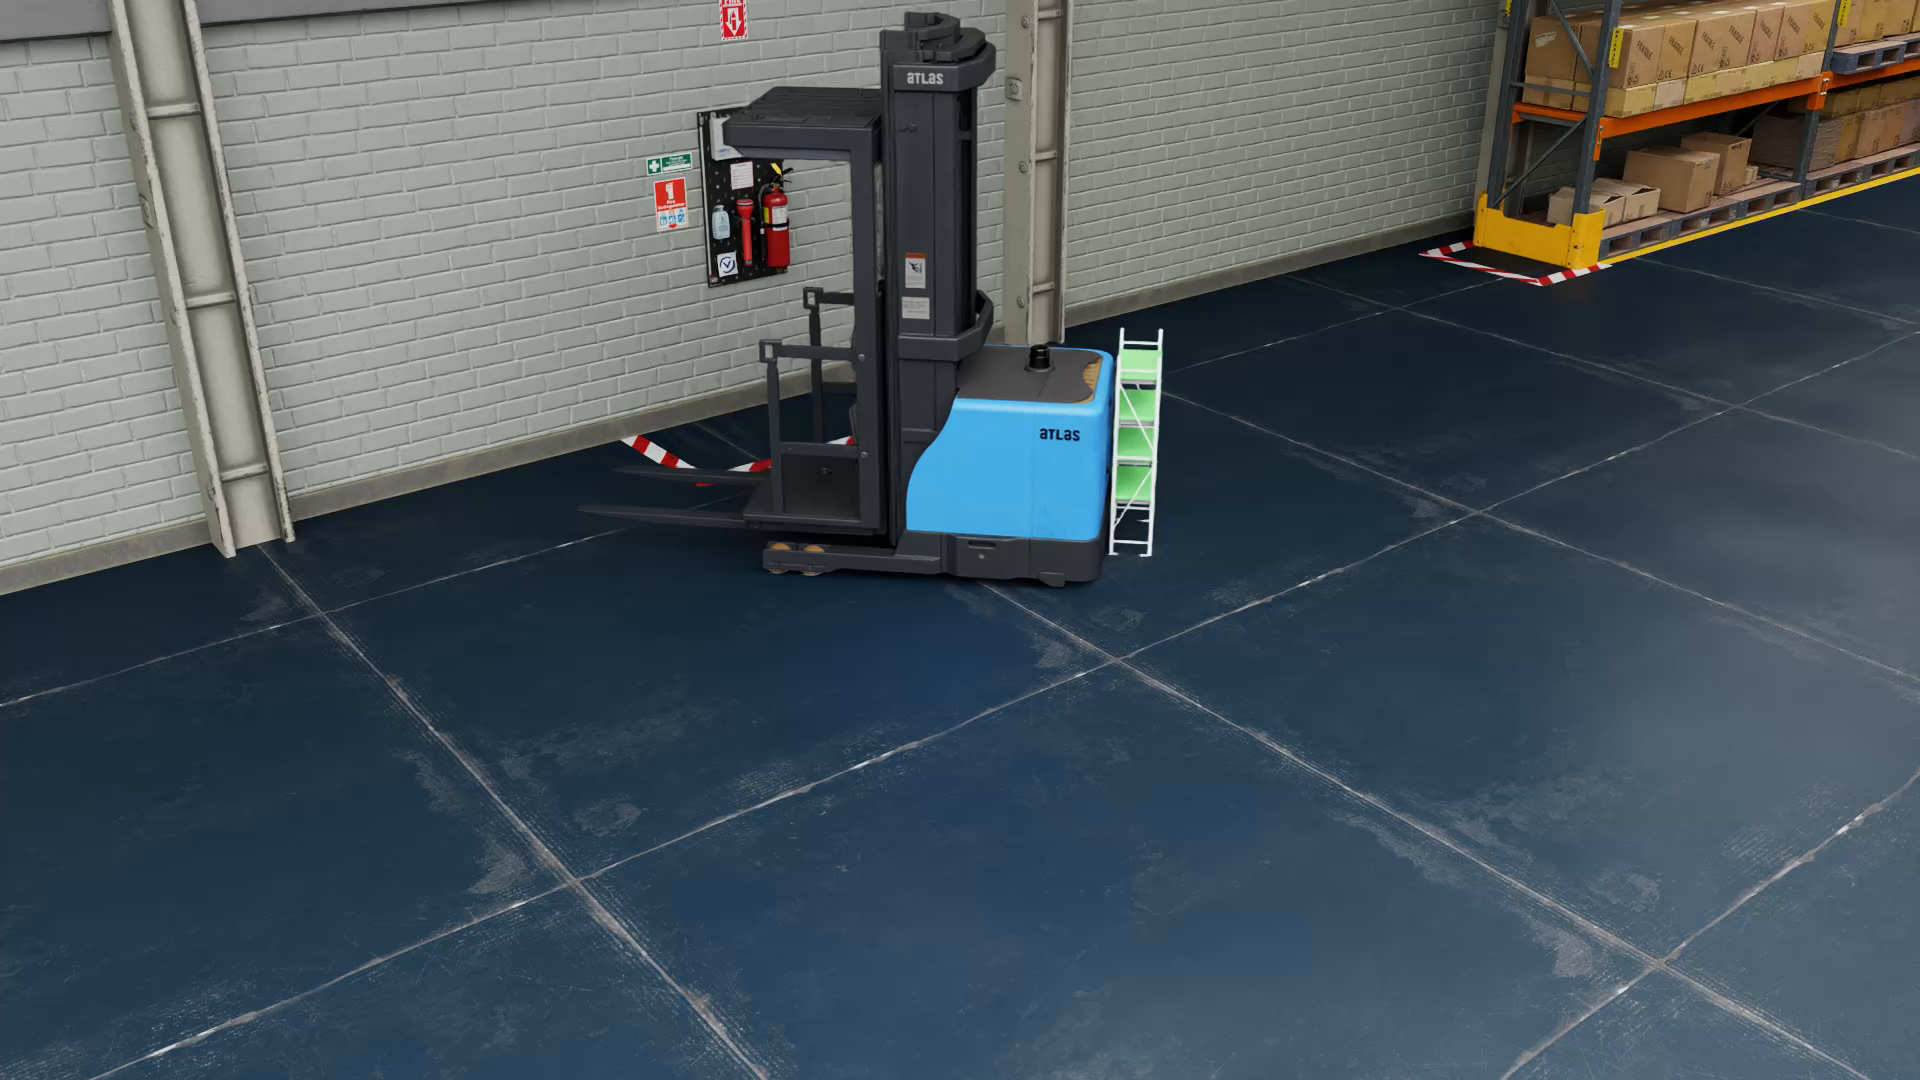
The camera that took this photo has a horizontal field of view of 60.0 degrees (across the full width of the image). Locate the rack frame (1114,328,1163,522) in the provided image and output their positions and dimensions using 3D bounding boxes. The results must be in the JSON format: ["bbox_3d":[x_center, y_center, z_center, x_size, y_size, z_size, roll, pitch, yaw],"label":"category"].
[{"bbox_3d":[1.037,-0.661,9.749,0.240,1.200,0.015,3,25,6],"label":"rack frame"}]

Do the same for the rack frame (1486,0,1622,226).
[{"bbox_3d":[5.282,-4.008,14.824,0.127,3.000,1.000,-18,31,-34],"label":"rack frame"}]

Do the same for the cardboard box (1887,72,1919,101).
[{"bbox_3d":[10.556,-5.161,18.863,0.500,0.250,0.500,-18,30,-33],"label":"cardboard box"}]

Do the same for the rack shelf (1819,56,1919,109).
[{"bbox_3d":[10.004,-5.241,18.334,4.000,0.370,1.077,-18,31,-34],"label":"rack shelf"}]

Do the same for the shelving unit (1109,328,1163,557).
[{"bbox_3d":[1.008,-0.559,9.529,0.258,1.200,0.503,3,25,6],"label":"shelving unit"}]

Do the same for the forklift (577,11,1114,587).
[{"bbox_3d":[-0.666,-1.343,9.163,3.031,2.935,1.130,4,25,8],"label":"forklift"}]

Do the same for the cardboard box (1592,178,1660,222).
[{"bbox_3d":[6.331,-3.286,15.939,0.500,0.311,0.500,-15,29,-30],"label":"cardboard box"}]

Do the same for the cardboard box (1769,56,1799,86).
[{"bbox_3d":[7.847,-4.638,16.336,0.500,0.250,0.500,-18,30,-34],"label":"cardboard box"}]

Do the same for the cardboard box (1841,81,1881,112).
[{"bbox_3d":[9.751,-4.902,18.305,0.500,0.250,0.500,-19,31,-35],"label":"cardboard box"}]

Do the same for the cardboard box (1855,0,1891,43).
[{"bbox_3d":[9.296,-5.556,17.517,0.500,0.500,0.700,-15,29,-29],"label":"cardboard box"}]

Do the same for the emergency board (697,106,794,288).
[{"bbox_3d":[-1.390,-2.289,11.119,0.643,1.169,0.194,-18,31,-34],"label":"emergency board"}]

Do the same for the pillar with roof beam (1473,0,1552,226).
[{"bbox_3d":[7.956,-5.772,11.497,0.400,9.000,9.100,-18,31,-34],"label":"pillar with roof beam"}]

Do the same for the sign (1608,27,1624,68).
[{"bbox_3d":[5.617,-4.221,14.254,0.005,0.325,0.100,-18,31,-34],"label":"sign"}]

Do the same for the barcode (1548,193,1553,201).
[{"bbox_3d":[5.650,-3.280,15.914,0.075,0.075,0.001,-18,31,-34],"label":"barcode"}]

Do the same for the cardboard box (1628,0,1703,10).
[{"bbox_3d":[6.725,-4.877,15.958,0.500,0.500,0.500,-18,30,-33],"label":"cardboard box"}]

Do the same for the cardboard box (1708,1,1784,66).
[{"bbox_3d":[7.457,-4.845,15.889,0.500,0.500,0.500,-19,31,-35],"label":"cardboard box"}]

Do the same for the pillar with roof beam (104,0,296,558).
[{"bbox_3d":[-1.487,-2.655,4.781,0.400,9.000,9.100,-18,31,-34],"label":"pillar with roof beam"}]

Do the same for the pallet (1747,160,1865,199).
[{"bbox_3d":[9.042,-3.985,18.087,1.213,0.211,1.003,-18,31,-34],"label":"pallet"}]

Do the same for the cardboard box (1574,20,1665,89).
[{"bbox_3d":[5.844,-4.314,14.746,0.500,0.500,0.500,-18,31,-34],"label":"cardboard box"}]

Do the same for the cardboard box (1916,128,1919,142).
[{"bbox_3d":[11.043,-4.948,19.295,0.500,0.500,0.700,-18,30,-33],"label":"cardboard box"}]

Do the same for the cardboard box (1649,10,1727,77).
[{"bbox_3d":[6.649,-4.571,15.300,0.500,0.500,0.500,-19,31,-36],"label":"cardboard box"}]

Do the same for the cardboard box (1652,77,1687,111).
[{"bbox_3d":[6.262,-4.111,15.199,0.500,0.250,0.500,-19,31,-36],"label":"cardboard box"}]

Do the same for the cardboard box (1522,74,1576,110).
[{"bbox_3d":[5.531,-4.135,15.251,0.500,0.250,0.500,-18,30,-33],"label":"cardboard box"}]

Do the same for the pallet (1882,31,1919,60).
[{"bbox_3d":[10.045,-5.472,18.205,1.213,0.211,1.003,-18,31,-34],"label":"pallet"}]

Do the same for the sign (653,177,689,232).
[{"bbox_3d":[-1.889,-2.196,10.875,0.234,0.329,0.001,-18,31,-34],"label":"sign"}]

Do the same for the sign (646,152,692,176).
[{"bbox_3d":[-1.880,-2.434,10.760,0.331,0.109,0.001,-18,31,-34],"label":"sign"}]

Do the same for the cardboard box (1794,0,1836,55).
[{"bbox_3d":[8.249,-5.103,16.447,0.500,0.500,0.500,-18,31,-34],"label":"cardboard box"}]

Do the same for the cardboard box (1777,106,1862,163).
[{"bbox_3d":[9.375,-4.461,18.245,0.500,0.500,0.700,-19,31,-35],"label":"cardboard box"}]

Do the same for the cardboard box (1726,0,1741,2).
[{"bbox_3d":[7.522,-5.143,16.531,0.500,0.500,0.500,-18,31,-34],"label":"cardboard box"}]

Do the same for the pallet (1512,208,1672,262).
[{"bbox_3d":[6.003,-2.963,15.883,1.213,0.211,1.003,-18,31,-34],"label":"pallet"}]

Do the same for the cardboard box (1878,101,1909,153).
[{"bbox_3d":[10.193,-4.714,18.791,0.500,0.500,0.700,-18,31,-34],"label":"cardboard box"}]

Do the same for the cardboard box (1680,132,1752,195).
[{"bbox_3d":[7.638,-3.830,16.887,0.500,0.500,0.500,-21,32,-38],"label":"cardboard box"}]

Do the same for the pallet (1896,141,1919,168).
[{"bbox_3d":[10.962,-4.619,19.452,1.213,0.211,1.003,-18,31,-34],"label":"pallet"}]

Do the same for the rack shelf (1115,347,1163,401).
[{"bbox_3d":[1.008,-0.936,9.354,0.258,0.148,0.480,3,25,6],"label":"rack shelf"}]

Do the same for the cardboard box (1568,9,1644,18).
[{"bbox_3d":[5.924,-4.610,15.384,0.500,0.500,0.500,-18,30,-33],"label":"cardboard box"}]

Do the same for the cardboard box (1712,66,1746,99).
[{"bbox_3d":[7.066,-4.372,15.761,0.500,0.250,0.500,-18,30,-34],"label":"cardboard box"}]

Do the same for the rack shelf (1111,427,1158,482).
[{"bbox_3d":[1.008,-0.501,9.556,0.258,0.148,0.480,3,25,6],"label":"rack shelf"}]

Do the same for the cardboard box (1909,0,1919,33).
[{"bbox_3d":[10.247,-5.875,18.205,0.500,0.500,0.700,-18,31,-34],"label":"cardboard box"}]
